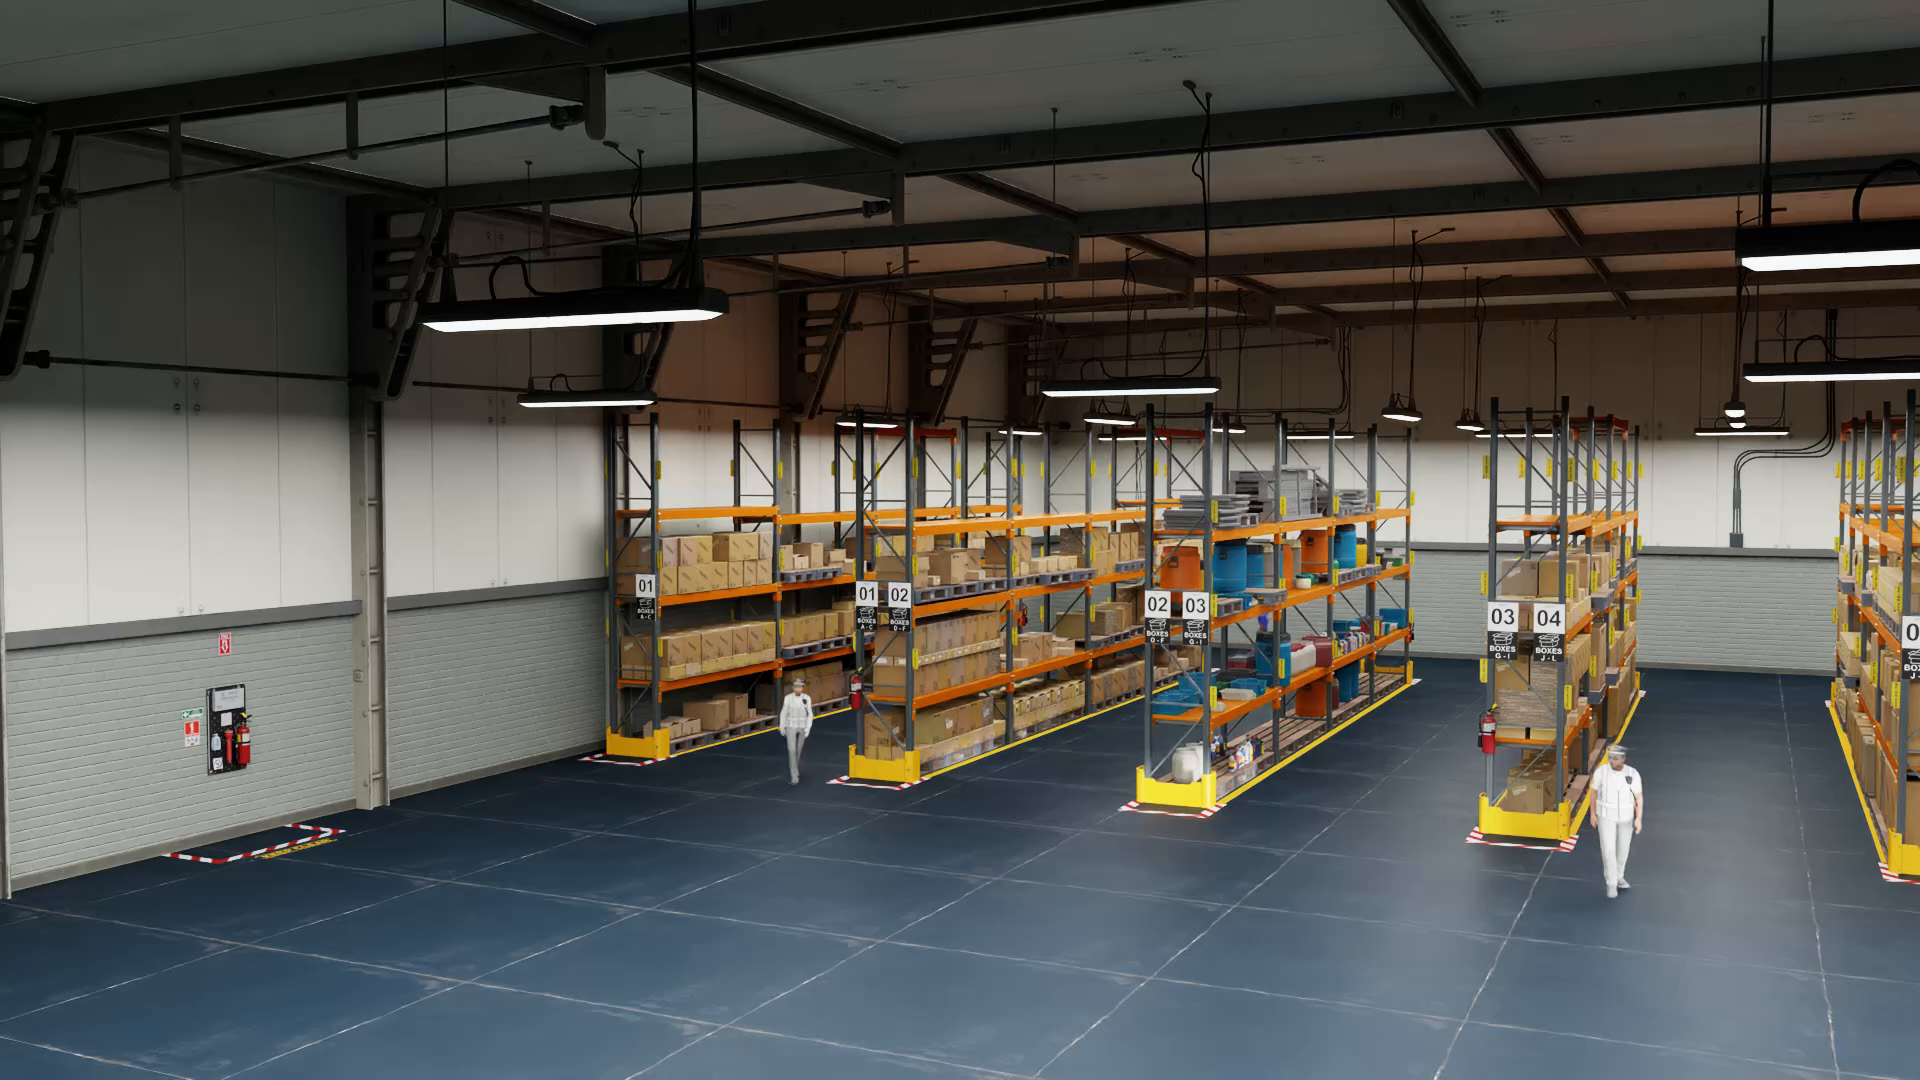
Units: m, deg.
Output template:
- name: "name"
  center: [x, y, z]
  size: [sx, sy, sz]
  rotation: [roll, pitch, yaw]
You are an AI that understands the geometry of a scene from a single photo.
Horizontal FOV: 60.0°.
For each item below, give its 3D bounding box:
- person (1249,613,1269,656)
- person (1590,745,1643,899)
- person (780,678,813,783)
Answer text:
- name: "person"
  center: [7.640, 2.393, 42.307]
  size: [0.712, 1.645, 0.522]
  rotation: [1, 3, 28]
- name: "person"
  center: [7.780, 3.329, 19.697]
  size: [0.560, 1.821, 0.685]
  rotation: [0, 2, 10]
- name: "person"
  center: [-2.616, 3.035, 26.805]
  size: [0.487, 1.632, 0.904]
  rotation: [-1, 3, -25]
